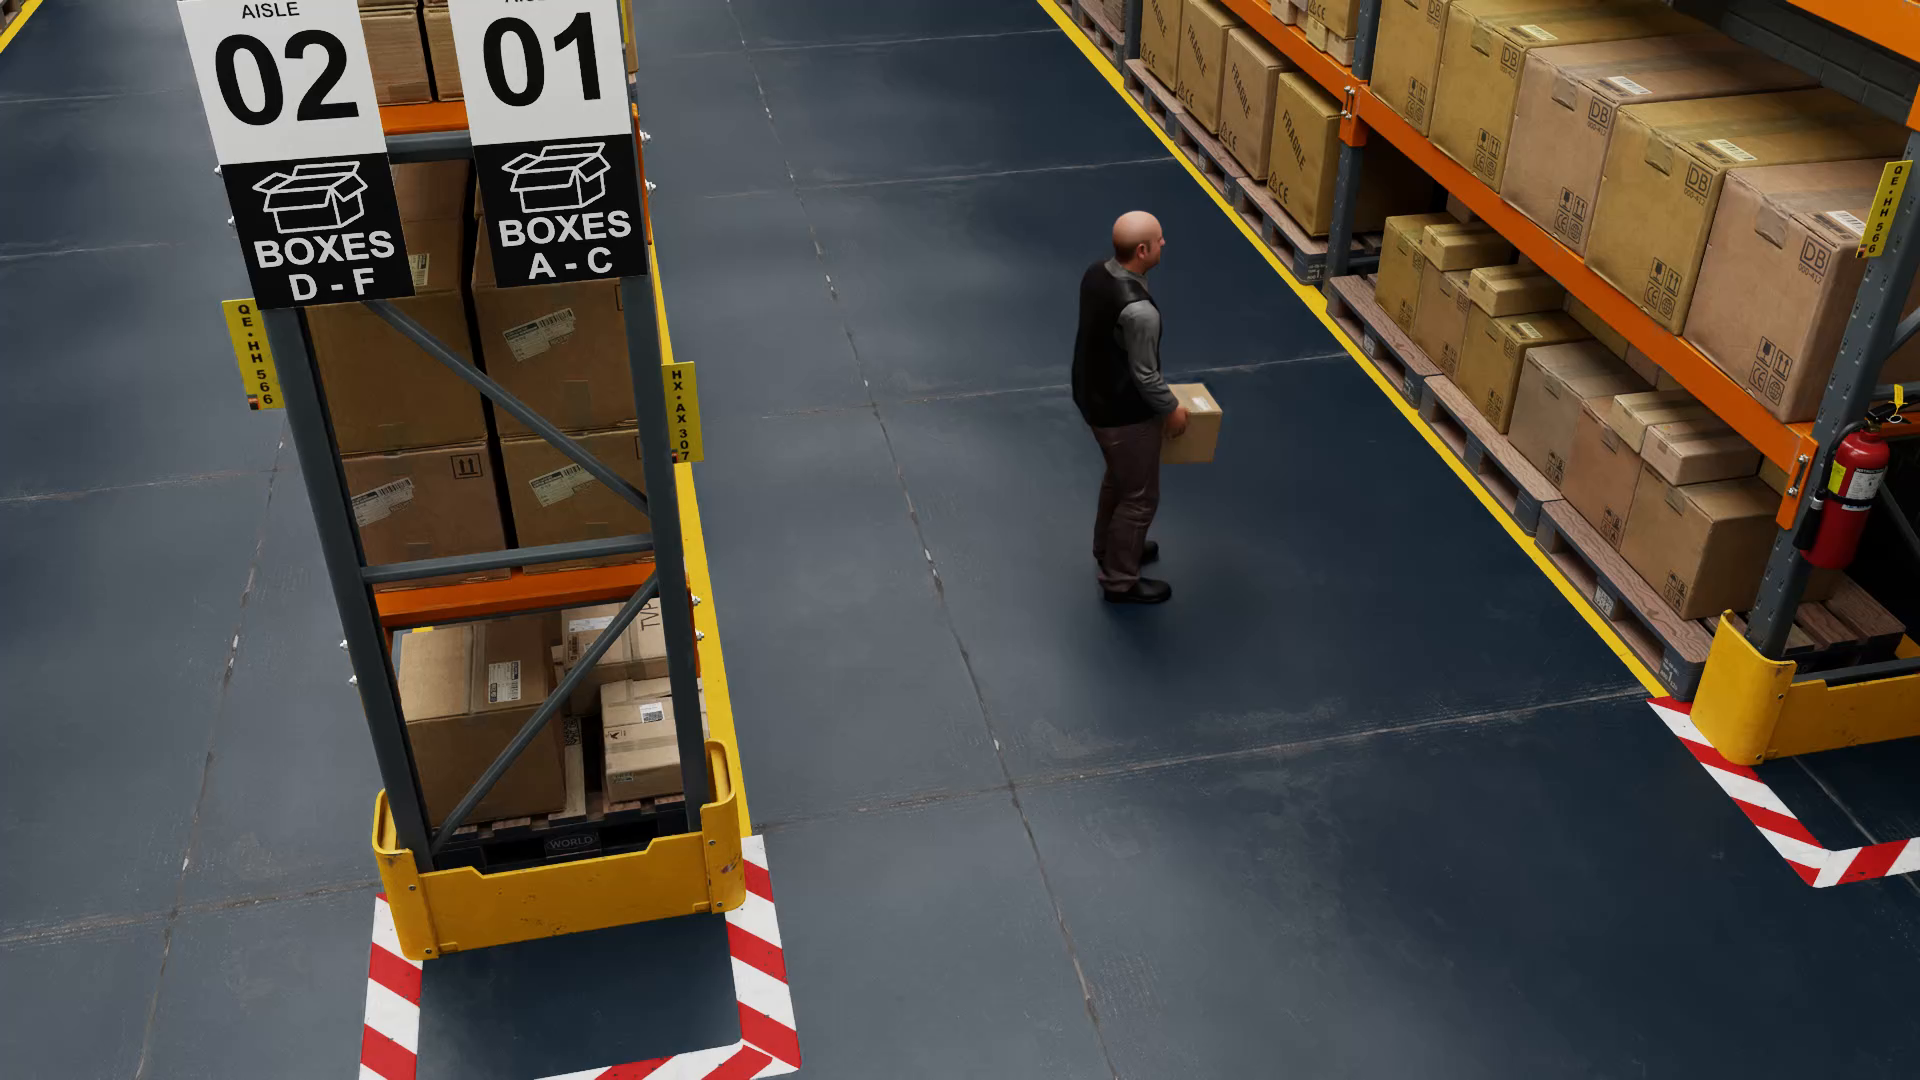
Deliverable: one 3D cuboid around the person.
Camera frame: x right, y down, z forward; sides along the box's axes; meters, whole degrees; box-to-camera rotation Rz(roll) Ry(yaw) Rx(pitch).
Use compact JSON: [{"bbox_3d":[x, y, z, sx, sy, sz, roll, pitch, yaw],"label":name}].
[{"bbox_3d":[0.704,-0.563,6.990,0.469,1.727,0.548,-8,35,-11],"label":"person"}]
